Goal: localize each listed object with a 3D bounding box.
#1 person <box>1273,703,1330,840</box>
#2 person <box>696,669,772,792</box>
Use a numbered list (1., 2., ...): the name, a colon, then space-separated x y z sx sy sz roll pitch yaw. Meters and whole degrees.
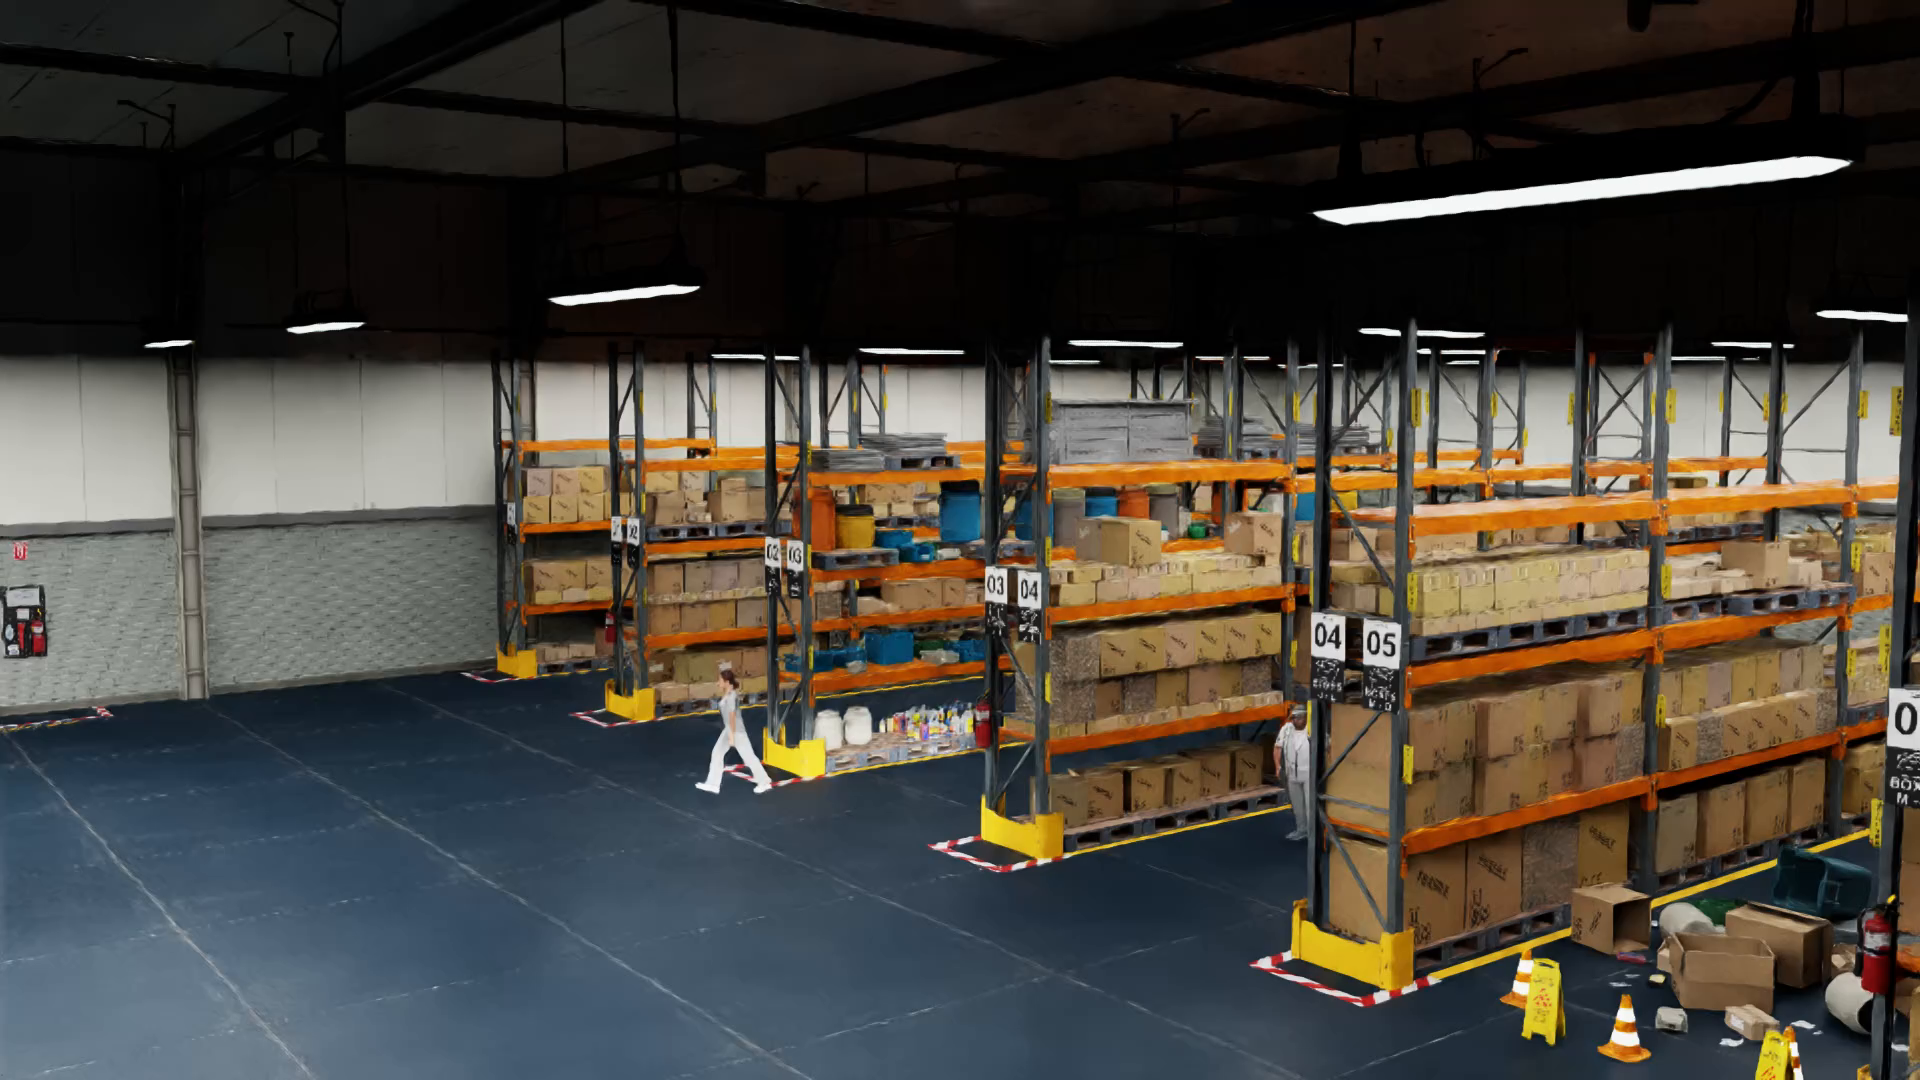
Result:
1. person: 3.930 2.656 18.881 0.701 1.693 0.857 4 6 36
2. person: -2.924 2.474 21.501 0.957 1.615 0.487 -1 5 -15
